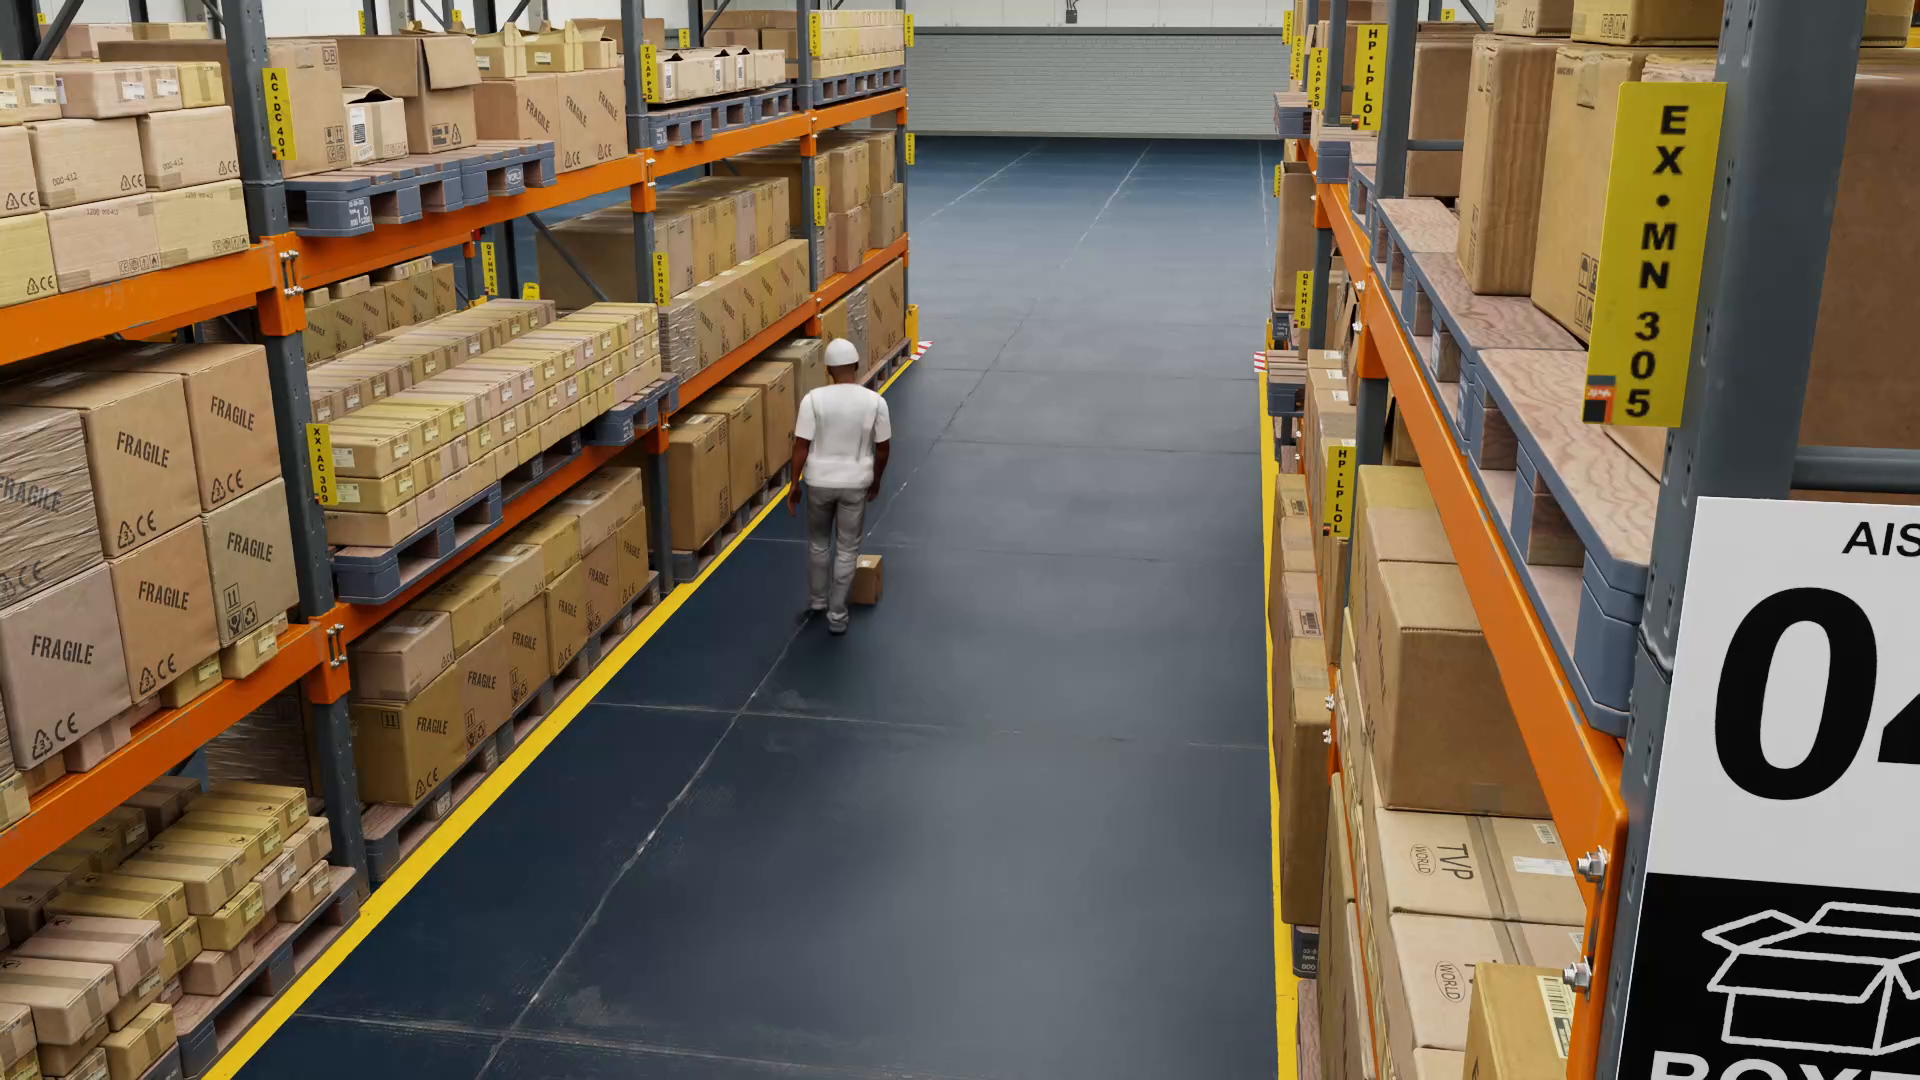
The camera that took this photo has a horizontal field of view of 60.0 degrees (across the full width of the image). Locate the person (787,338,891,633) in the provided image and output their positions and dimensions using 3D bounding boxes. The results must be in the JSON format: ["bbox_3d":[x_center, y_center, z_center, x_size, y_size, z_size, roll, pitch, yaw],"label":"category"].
[{"bbox_3d":[-0.724,-0.324,10.072,0.627,1.818,0.624,-1,18,-2],"label":"person"}]
